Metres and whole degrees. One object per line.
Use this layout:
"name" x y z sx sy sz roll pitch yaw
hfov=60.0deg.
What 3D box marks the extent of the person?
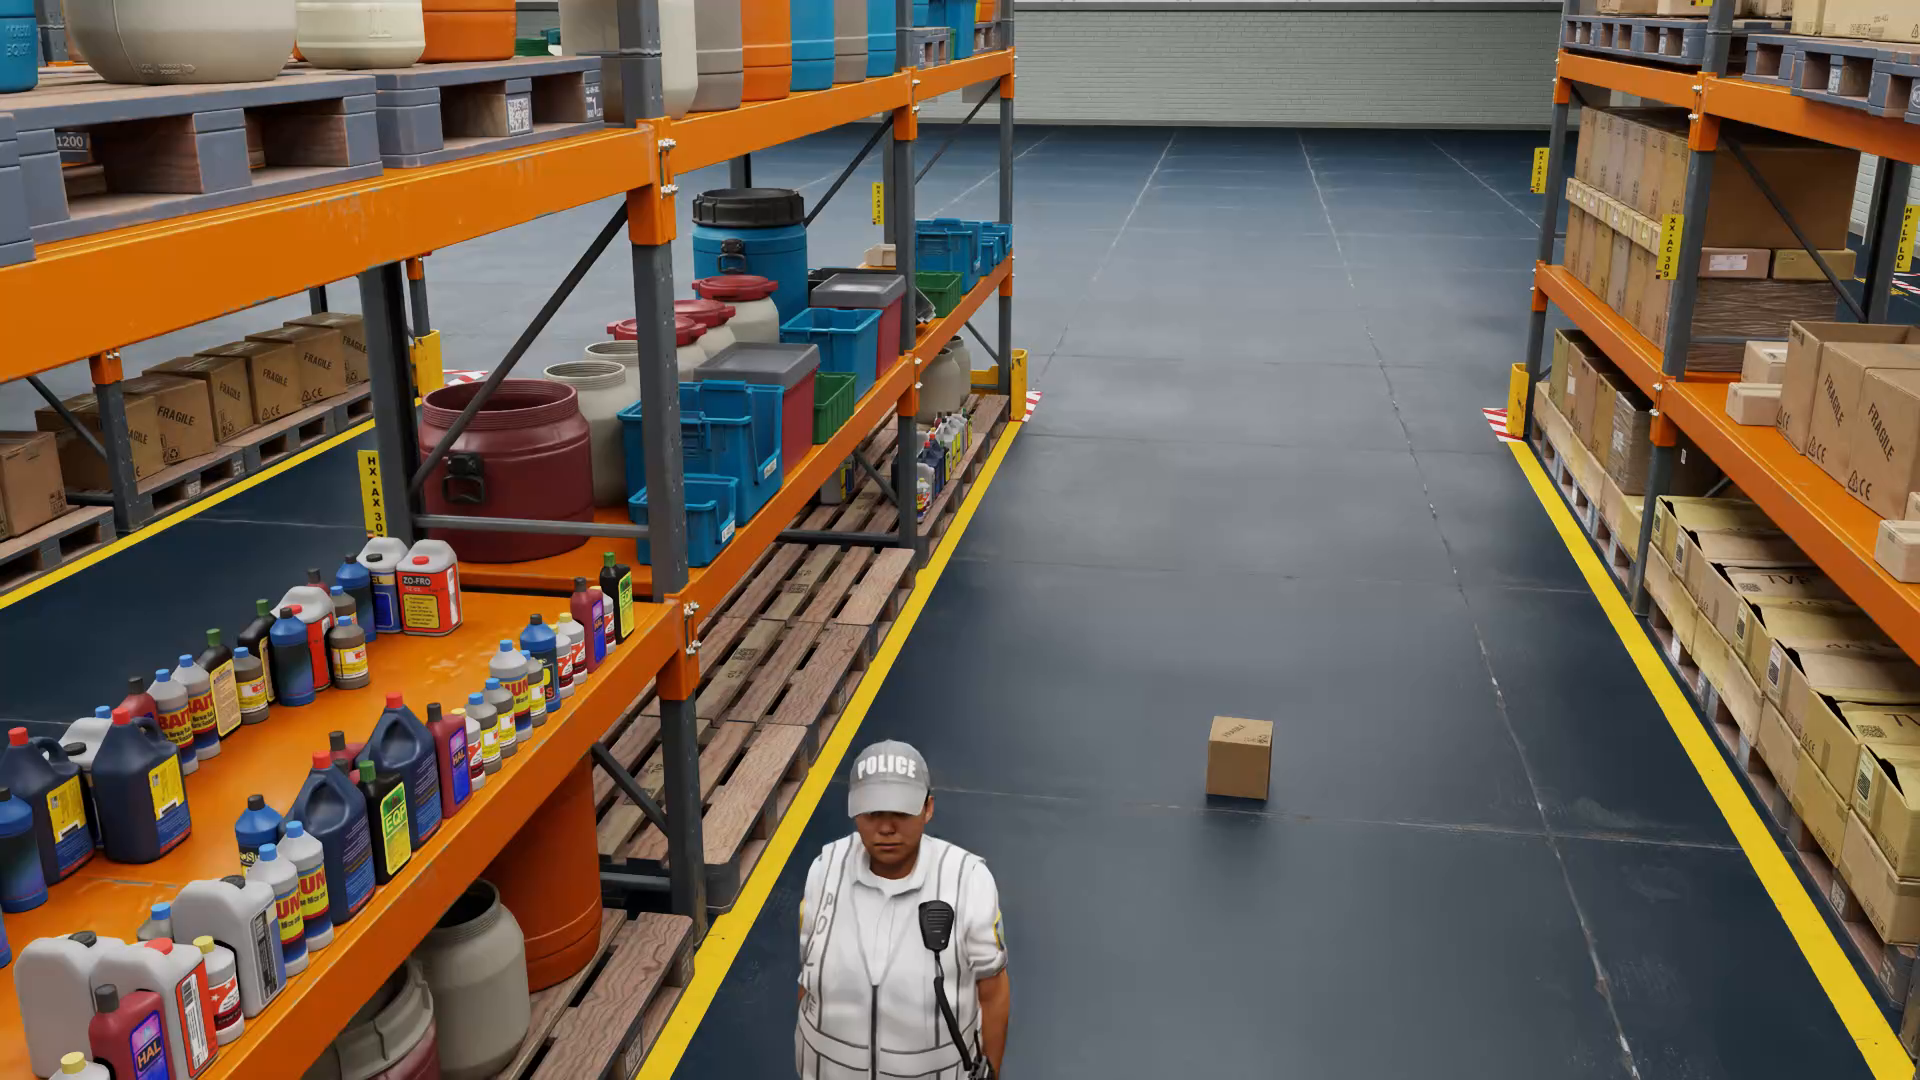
"person" -0.127 1.209 3.775 0.478 1.640 0.577 4 18 11
